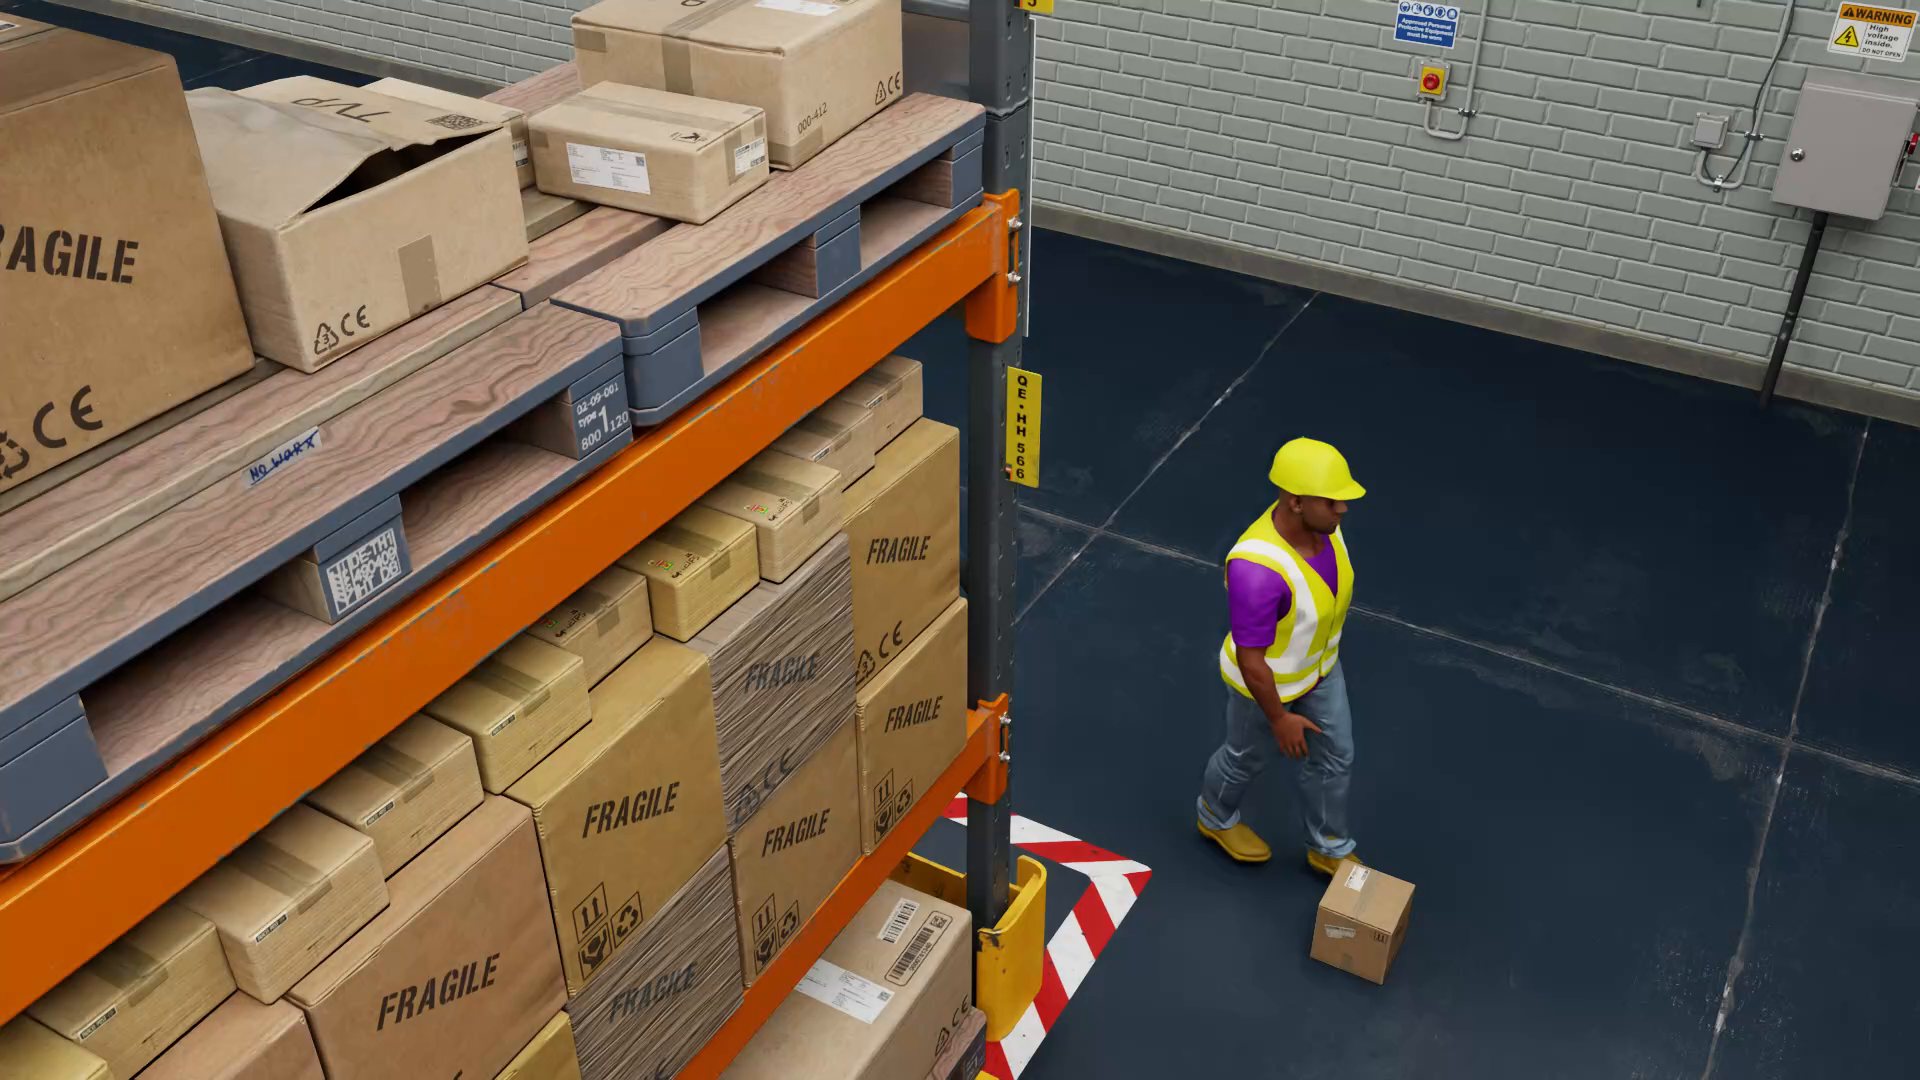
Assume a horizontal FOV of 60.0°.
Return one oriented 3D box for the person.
[{"bbox_3d":[1.053,0.488,5.403,0.364,1.764,0.565,27,42,34],"label":"person"}]
